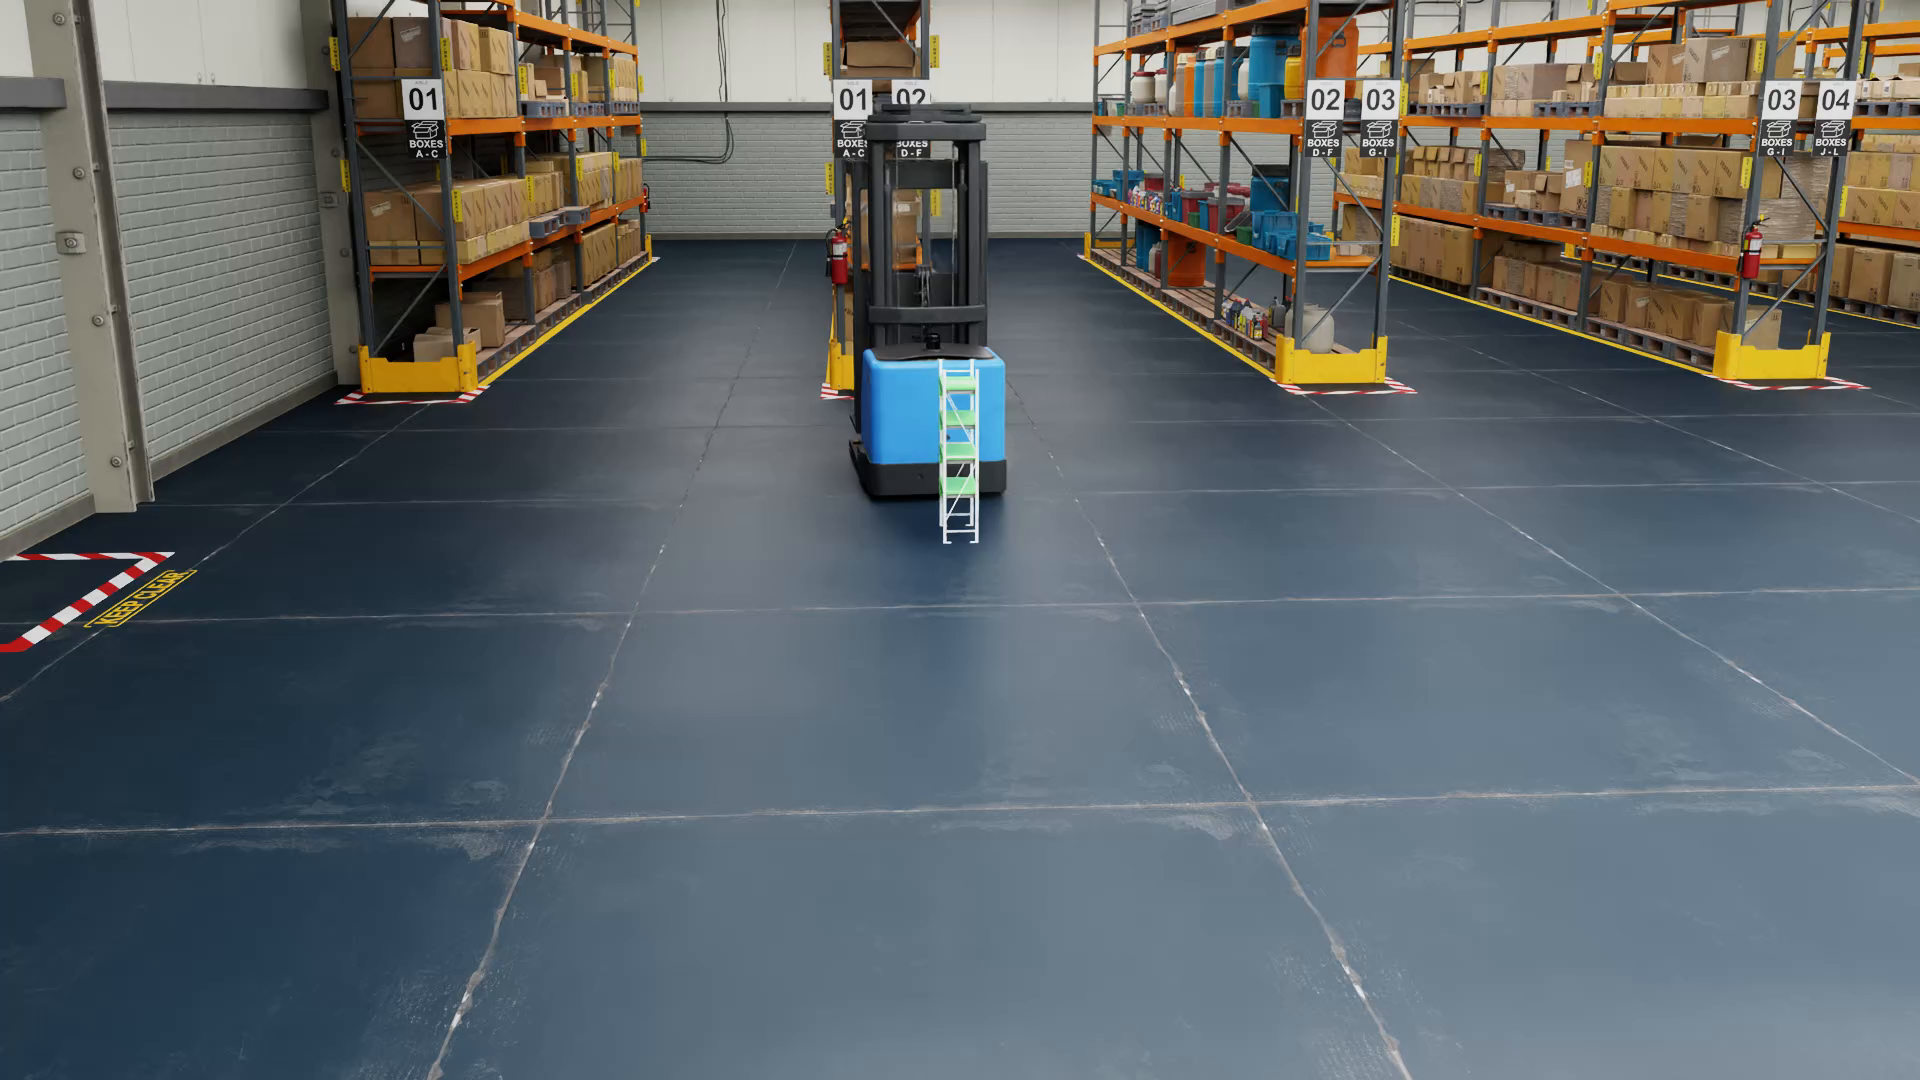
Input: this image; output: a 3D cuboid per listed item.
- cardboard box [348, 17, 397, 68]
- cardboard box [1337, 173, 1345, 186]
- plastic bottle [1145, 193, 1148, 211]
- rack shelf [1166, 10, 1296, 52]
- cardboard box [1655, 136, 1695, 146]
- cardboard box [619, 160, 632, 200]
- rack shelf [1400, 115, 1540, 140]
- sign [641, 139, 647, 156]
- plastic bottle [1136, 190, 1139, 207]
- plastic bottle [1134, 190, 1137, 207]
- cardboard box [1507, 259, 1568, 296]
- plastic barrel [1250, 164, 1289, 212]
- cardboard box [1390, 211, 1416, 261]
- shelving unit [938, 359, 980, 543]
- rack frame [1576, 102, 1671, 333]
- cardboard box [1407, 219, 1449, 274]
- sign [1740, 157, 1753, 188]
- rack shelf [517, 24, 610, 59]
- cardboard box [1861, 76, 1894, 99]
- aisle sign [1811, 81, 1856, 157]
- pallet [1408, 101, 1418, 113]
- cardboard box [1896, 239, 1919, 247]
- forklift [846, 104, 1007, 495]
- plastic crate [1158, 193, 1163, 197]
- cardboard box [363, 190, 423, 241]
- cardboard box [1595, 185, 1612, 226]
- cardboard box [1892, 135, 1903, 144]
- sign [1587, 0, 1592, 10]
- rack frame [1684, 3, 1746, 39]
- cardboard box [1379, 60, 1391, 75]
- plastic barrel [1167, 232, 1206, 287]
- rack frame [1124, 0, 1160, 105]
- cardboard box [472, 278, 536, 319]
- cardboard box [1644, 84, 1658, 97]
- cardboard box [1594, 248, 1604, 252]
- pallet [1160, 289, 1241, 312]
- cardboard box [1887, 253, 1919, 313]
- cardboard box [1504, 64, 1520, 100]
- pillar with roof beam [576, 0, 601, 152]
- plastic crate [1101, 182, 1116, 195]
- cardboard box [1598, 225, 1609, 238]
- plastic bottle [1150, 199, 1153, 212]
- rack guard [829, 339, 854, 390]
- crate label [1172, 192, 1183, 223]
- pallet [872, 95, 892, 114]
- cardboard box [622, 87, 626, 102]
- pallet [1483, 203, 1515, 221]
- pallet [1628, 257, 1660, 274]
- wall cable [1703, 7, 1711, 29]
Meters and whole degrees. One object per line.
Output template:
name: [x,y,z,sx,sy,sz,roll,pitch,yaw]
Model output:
cardboard box: [-6.047,-5.136,17.202,0.500,0.500,0.500,0,14,-1]
cardboard box: [7.841,-7.195,33.173,0.500,0.250,0.500,-1,14,-5]
plastic bottle: [3.091,-5.582,27.434,0.061,0.283,0.133,-1,14,-3]
rack shelf: [3.757,-7.047,23.100,1.077,0.370,4.000,-1,14,-3]
cardboard box: [12.986,-7.093,30.269,0.500,0.500,0.500,-1,14,-5]
cardboard box: [-6.615,-6.665,30.810,0.980,0.700,0.700,-2,15,-6]
rack shelf: [8.452,-6.859,27.588,1.077,0.370,4.000,-1,14,-3]
sign: [-6.208,-7.698,32.625,0.100,0.325,0.005,-1,14,-3]
plastic bottle: [3.037,-5.800,28.284,0.061,0.283,0.133,-1,14,-3]
plastic bottle: [3.036,-5.872,28.586,0.097,0.271,0.097,0,14,0]
cardboard box: [8.685,-3.956,25.014,0.700,0.500,0.500,-2,15,-8]
plastic barrel: [4.159,-4.529,22.104,0.600,0.901,0.708,-1,14,-3]
cardboard box: [8.367,-5.592,30.660,0.875,0.875,0.875,-1,14,-3]
shelving unit: [-0.010,-0.622,11.537,0.258,1.200,0.503,-1,14,-3]
rack frame: [8.824,-4.262,22.072,1.000,3.000,0.127,-1,14,-3]
cardboard box: [8.444,-5.045,28.537,1.225,0.875,0.875,-1,14,-5]
sign: [8.517,-3.978,18.009,0.100,0.325,0.005,-1,14,-3]
rack shelf: [-6.379,-7.888,26.372,1.077,0.370,4.000,-1,14,-3]
cardboard box: [13.421,-6.534,24.018,0.500,0.311,0.500,-1,14,-4]
aisle sign: [9.375,-4.516,17.840,0.394,0.787,0.004,-1,14,-3]
pallet: [8.288,-7.865,30.234,1.003,0.211,1.213,-1,14,-3]
cardboard box: [18.288,-5.525,31.280,0.875,0.438,0.875,-1,14,-4]
forklift: [-0.353,-2.073,13.702,1.130,2.935,3.031,-2,15,-7]
plastic crate: [3.499,-6.195,29.992,0.396,0.136,0.243,-1,14,-3]
cardboard box: [-6.001,-3.452,17.680,0.500,0.500,0.500,-1,14,-4]
cardboard box: [8.790,-4.342,21.584,0.875,0.500,0.500,-1,14,-3]
cardboard box: [17.884,-7.577,31.447,0.380,0.149,0.250,-1,14,-4]
sign: [12.496,-10.686,32.965,0.100,0.325,0.005,-1,14,-3]
rack frame: [13.285,-9.209,29.258,1.000,3.000,0.127,-1,14,-3]
cardboard box: [8.196,-8.860,31.174,0.500,0.250,0.500,-1,14,-5]
plastic barrel: [3.586,-4.454,26.332,0.600,0.830,0.708,-1,14,-3]
rack frame: [3.385,-9.081,28.761,1.000,3.000,0.127,-1,14,-3]
cardboard box: [-6.070,-3.218,22.148,0.700,0.500,0.500,0,14,-2]
cardboard box: [8.604,-5.489,20.321,0.380,0.149,0.250,-1,14,-4]
cardboard box: [12.777,-5.795,32.907,0.380,0.149,0.250,-1,14,-3]
pallet: [3.642,-3.637,25.238,1.003,0.211,1.213,-1,14,-3]
cardboard box: [13.653,-3.581,23.095,1.050,0.750,0.750,-1,14,-4]
cardboard box: [8.376,-6.753,24.530,0.500,0.500,0.500,-1,14,-3]
pillar with roof beam: [-3.485,-10.647,34.849,9.100,9.000,0.400,-1,14,-3]
plastic crate: [2.905,-6.724,31.857,0.416,0.233,0.300,-1,14,-3]
cardboard box: [8.540,-4.020,21.635,0.380,0.149,0.250,-1,14,-3]
plastic bottle: [3.137,-5.434,27.026,0.097,0.201,0.097,0,14,0]
rack guard: [-0.814,-1.899,17.904,1.175,0.500,0.348,-1,14,-3]
crate label: [3.424,-4.947,24.661,0.502,0.435,0.616,-1,14,-3]
pallet: [-0.912,-5.006,19.120,1.003,0.211,1.213,-1,14,-3]
cardboard box: [-6.339,-8.085,30.166,0.500,0.250,0.500,-1,14,-5]
pallet: [8.727,-4.989,25.280,1.213,0.211,1.003,-1,14,-3]
pallet: [13.208,-5.119,31.000,1.003,0.211,1.213,-1,14,-3]
wall cable: [17.338,-11.715,39.000,0.463,3.000,0.029,-1,14,-3]
